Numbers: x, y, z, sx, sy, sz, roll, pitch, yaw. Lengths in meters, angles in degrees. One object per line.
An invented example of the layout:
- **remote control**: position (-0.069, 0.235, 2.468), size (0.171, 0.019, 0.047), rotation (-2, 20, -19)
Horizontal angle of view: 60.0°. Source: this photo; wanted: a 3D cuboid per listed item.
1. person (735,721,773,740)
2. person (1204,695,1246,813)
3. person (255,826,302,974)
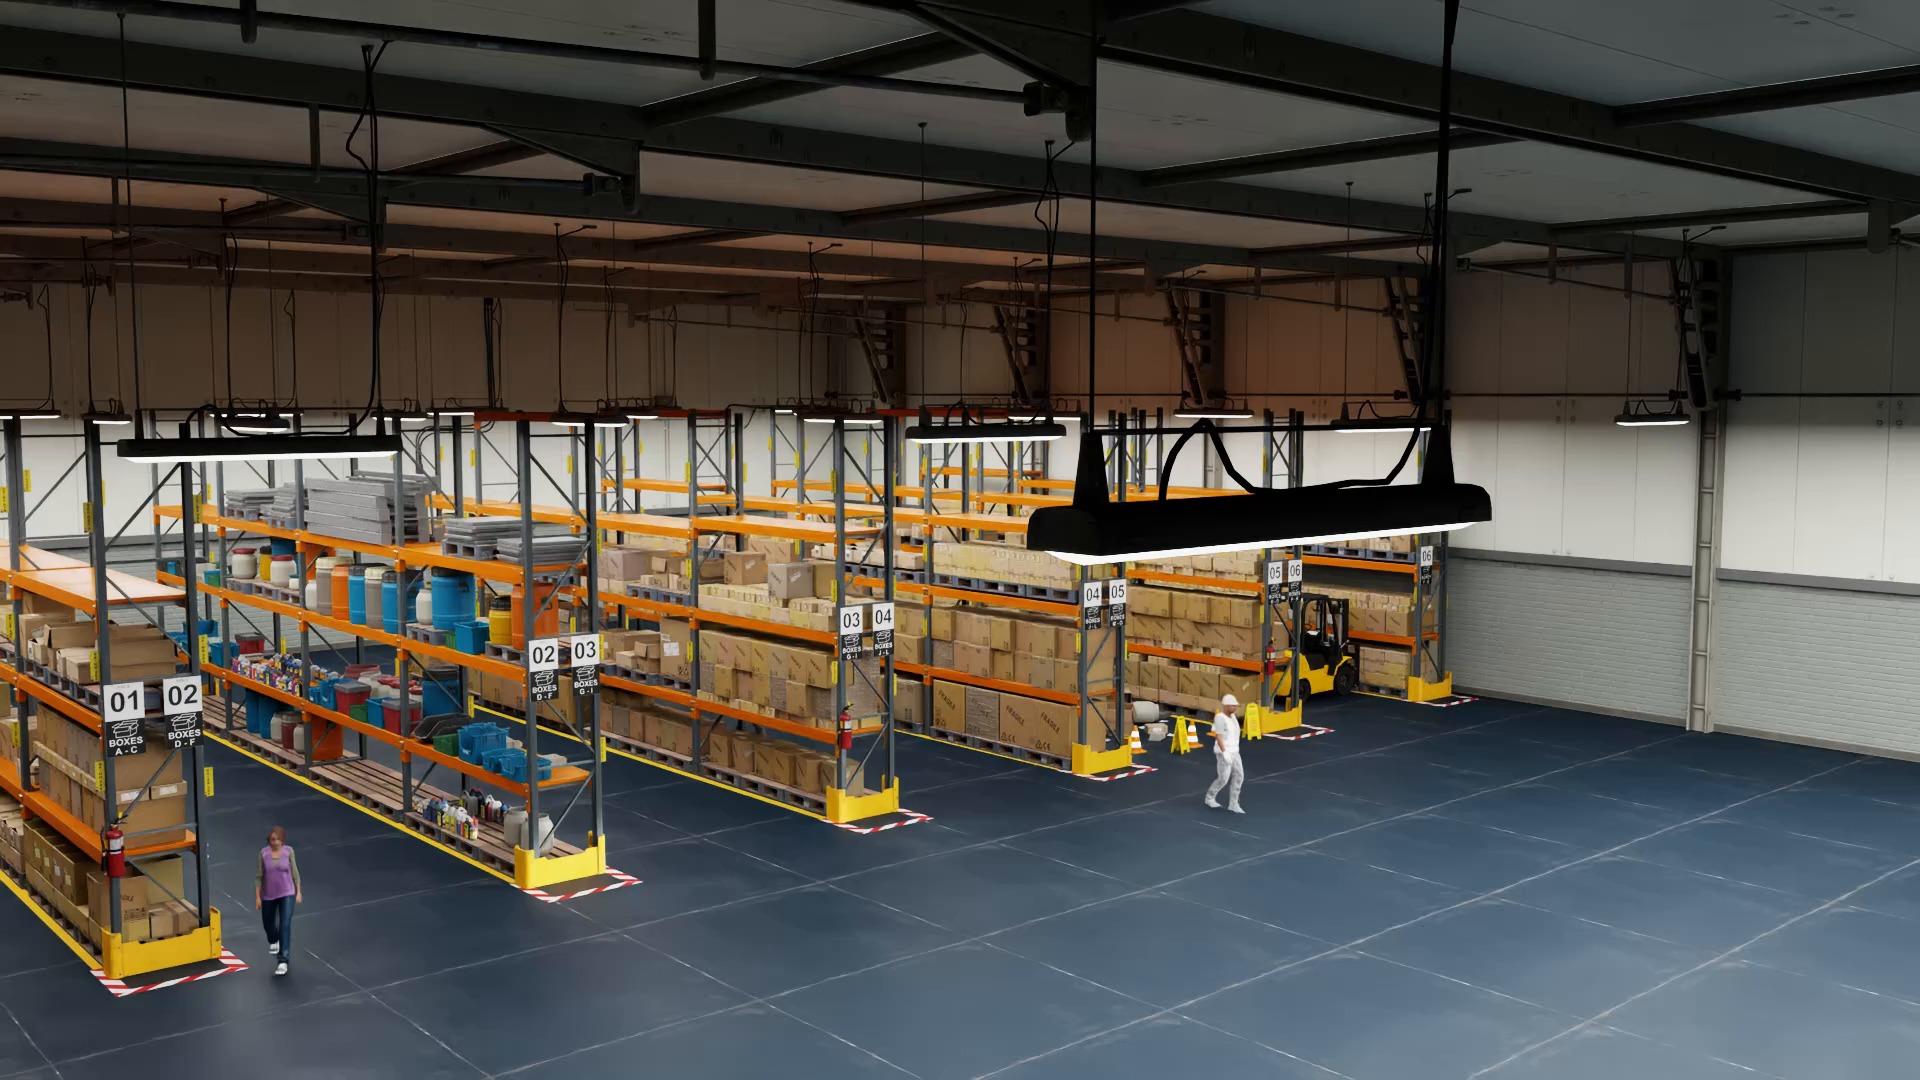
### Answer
- **person**: position (-3.756, 2.837, 30.401), size (0.955, 1.609, 0.517), rotation (2, 5, 22)
- **person**: position (4.071, 3.255, 25.296), size (0.675, 1.805, 0.644), rotation (3, 6, 32)
- **person**: position (-7.523, 3.926, 18.347), size (0.460, 1.561, 0.855), rotation (-1, 5, -15)
